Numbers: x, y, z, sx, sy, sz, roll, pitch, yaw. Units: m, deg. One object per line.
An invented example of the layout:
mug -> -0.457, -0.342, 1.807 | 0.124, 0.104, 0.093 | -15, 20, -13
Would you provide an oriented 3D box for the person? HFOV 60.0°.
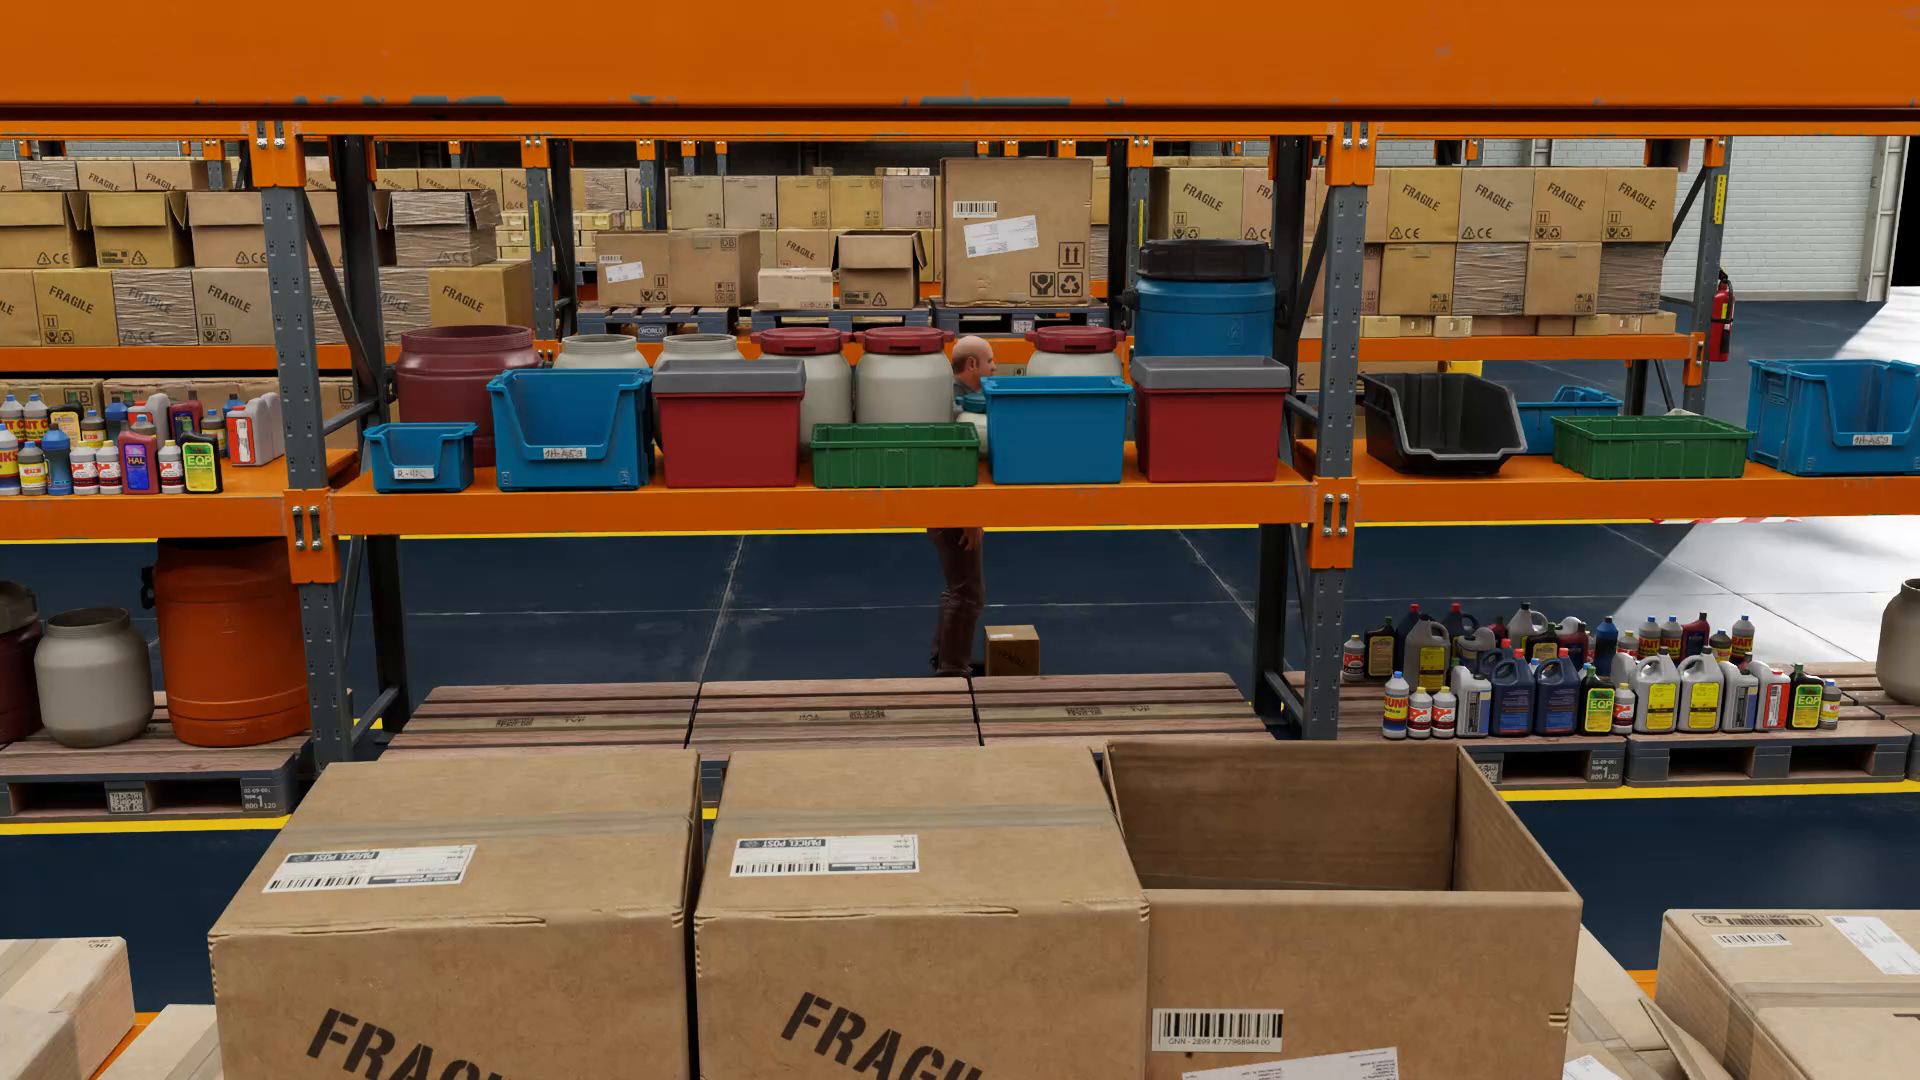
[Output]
person -> -0.023, -0.128, 8.079 | 0.416, 1.721, 0.580 | -1, 13, -3
